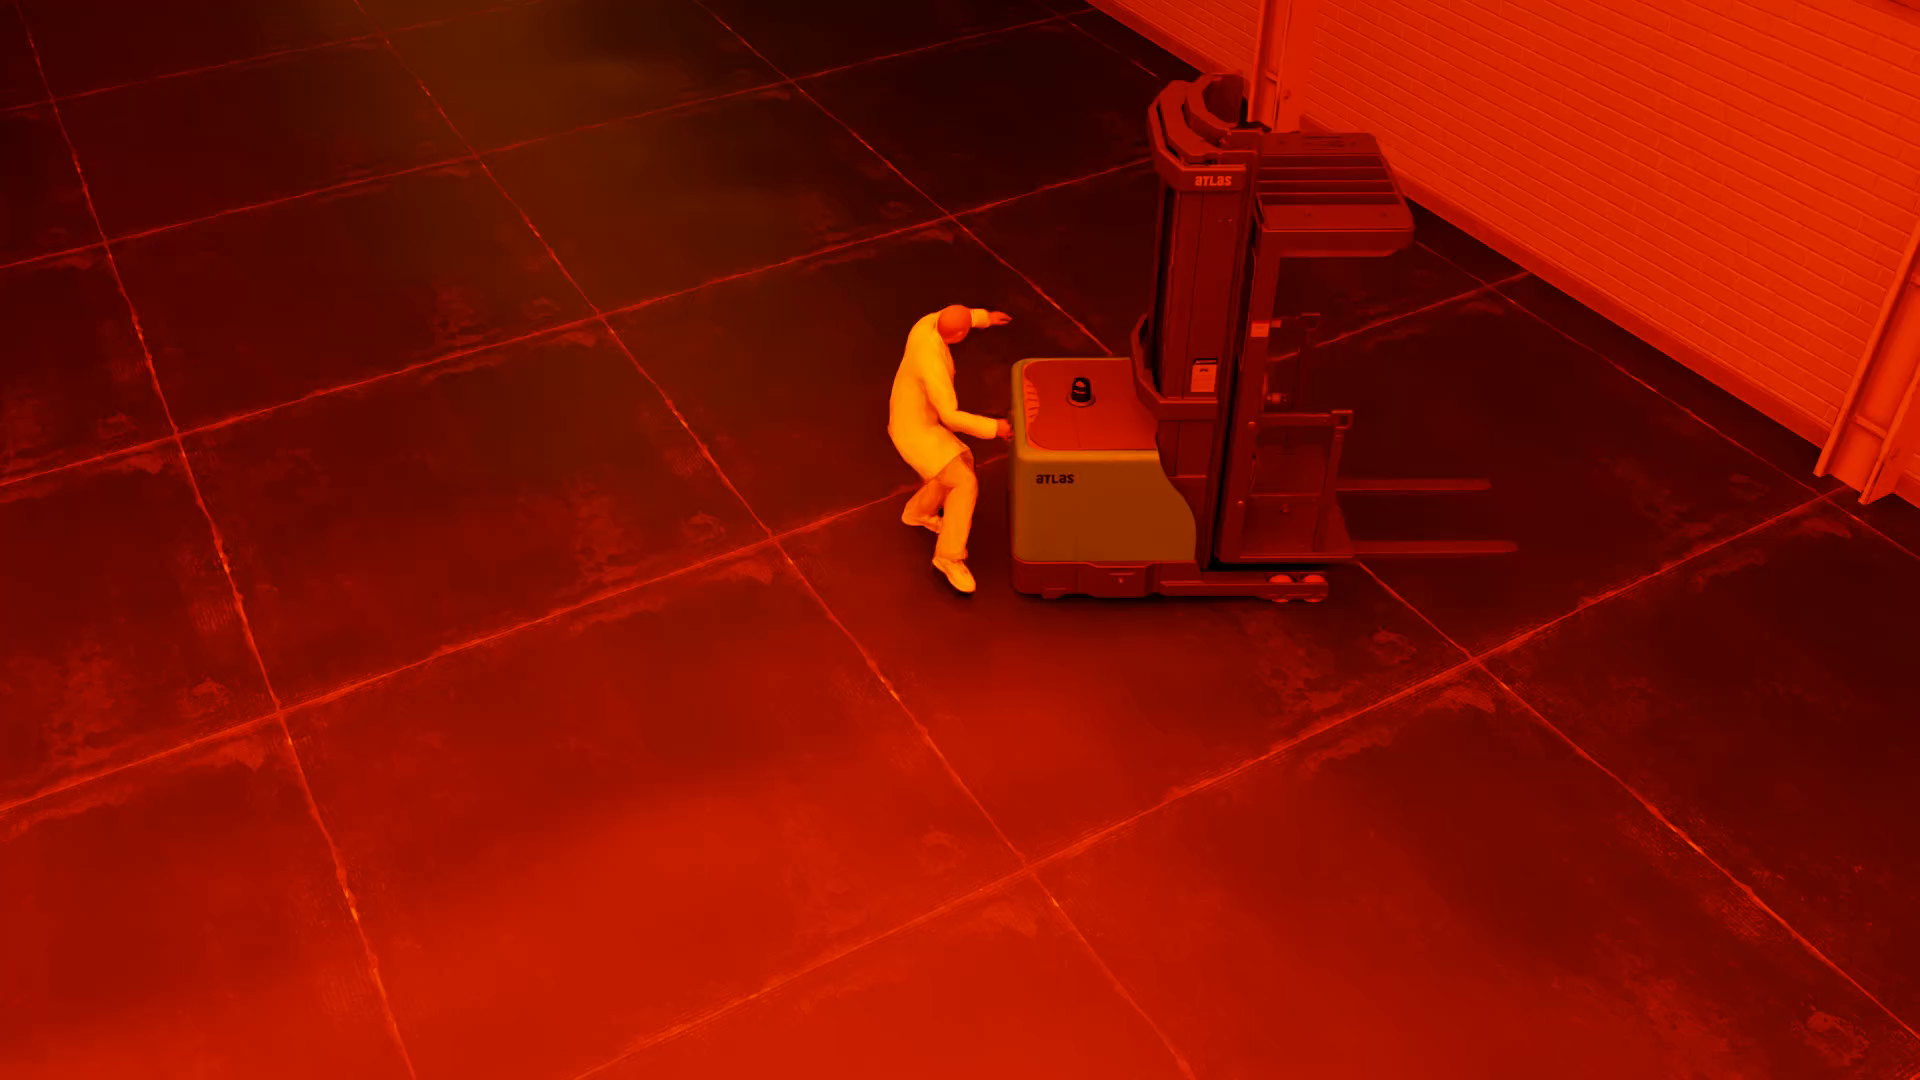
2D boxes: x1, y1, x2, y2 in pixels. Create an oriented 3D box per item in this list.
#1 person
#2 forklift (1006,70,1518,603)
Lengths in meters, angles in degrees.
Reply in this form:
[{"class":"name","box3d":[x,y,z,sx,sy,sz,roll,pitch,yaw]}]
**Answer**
[{"class":"person","box3d":[0.012,-0.662,9.968,0.861,1.526,1.490,-6,40,-7]},{"class":"forklift","box3d":[1.812,-1.098,9.360,3.031,2.935,1.130,0,40,0]}]
